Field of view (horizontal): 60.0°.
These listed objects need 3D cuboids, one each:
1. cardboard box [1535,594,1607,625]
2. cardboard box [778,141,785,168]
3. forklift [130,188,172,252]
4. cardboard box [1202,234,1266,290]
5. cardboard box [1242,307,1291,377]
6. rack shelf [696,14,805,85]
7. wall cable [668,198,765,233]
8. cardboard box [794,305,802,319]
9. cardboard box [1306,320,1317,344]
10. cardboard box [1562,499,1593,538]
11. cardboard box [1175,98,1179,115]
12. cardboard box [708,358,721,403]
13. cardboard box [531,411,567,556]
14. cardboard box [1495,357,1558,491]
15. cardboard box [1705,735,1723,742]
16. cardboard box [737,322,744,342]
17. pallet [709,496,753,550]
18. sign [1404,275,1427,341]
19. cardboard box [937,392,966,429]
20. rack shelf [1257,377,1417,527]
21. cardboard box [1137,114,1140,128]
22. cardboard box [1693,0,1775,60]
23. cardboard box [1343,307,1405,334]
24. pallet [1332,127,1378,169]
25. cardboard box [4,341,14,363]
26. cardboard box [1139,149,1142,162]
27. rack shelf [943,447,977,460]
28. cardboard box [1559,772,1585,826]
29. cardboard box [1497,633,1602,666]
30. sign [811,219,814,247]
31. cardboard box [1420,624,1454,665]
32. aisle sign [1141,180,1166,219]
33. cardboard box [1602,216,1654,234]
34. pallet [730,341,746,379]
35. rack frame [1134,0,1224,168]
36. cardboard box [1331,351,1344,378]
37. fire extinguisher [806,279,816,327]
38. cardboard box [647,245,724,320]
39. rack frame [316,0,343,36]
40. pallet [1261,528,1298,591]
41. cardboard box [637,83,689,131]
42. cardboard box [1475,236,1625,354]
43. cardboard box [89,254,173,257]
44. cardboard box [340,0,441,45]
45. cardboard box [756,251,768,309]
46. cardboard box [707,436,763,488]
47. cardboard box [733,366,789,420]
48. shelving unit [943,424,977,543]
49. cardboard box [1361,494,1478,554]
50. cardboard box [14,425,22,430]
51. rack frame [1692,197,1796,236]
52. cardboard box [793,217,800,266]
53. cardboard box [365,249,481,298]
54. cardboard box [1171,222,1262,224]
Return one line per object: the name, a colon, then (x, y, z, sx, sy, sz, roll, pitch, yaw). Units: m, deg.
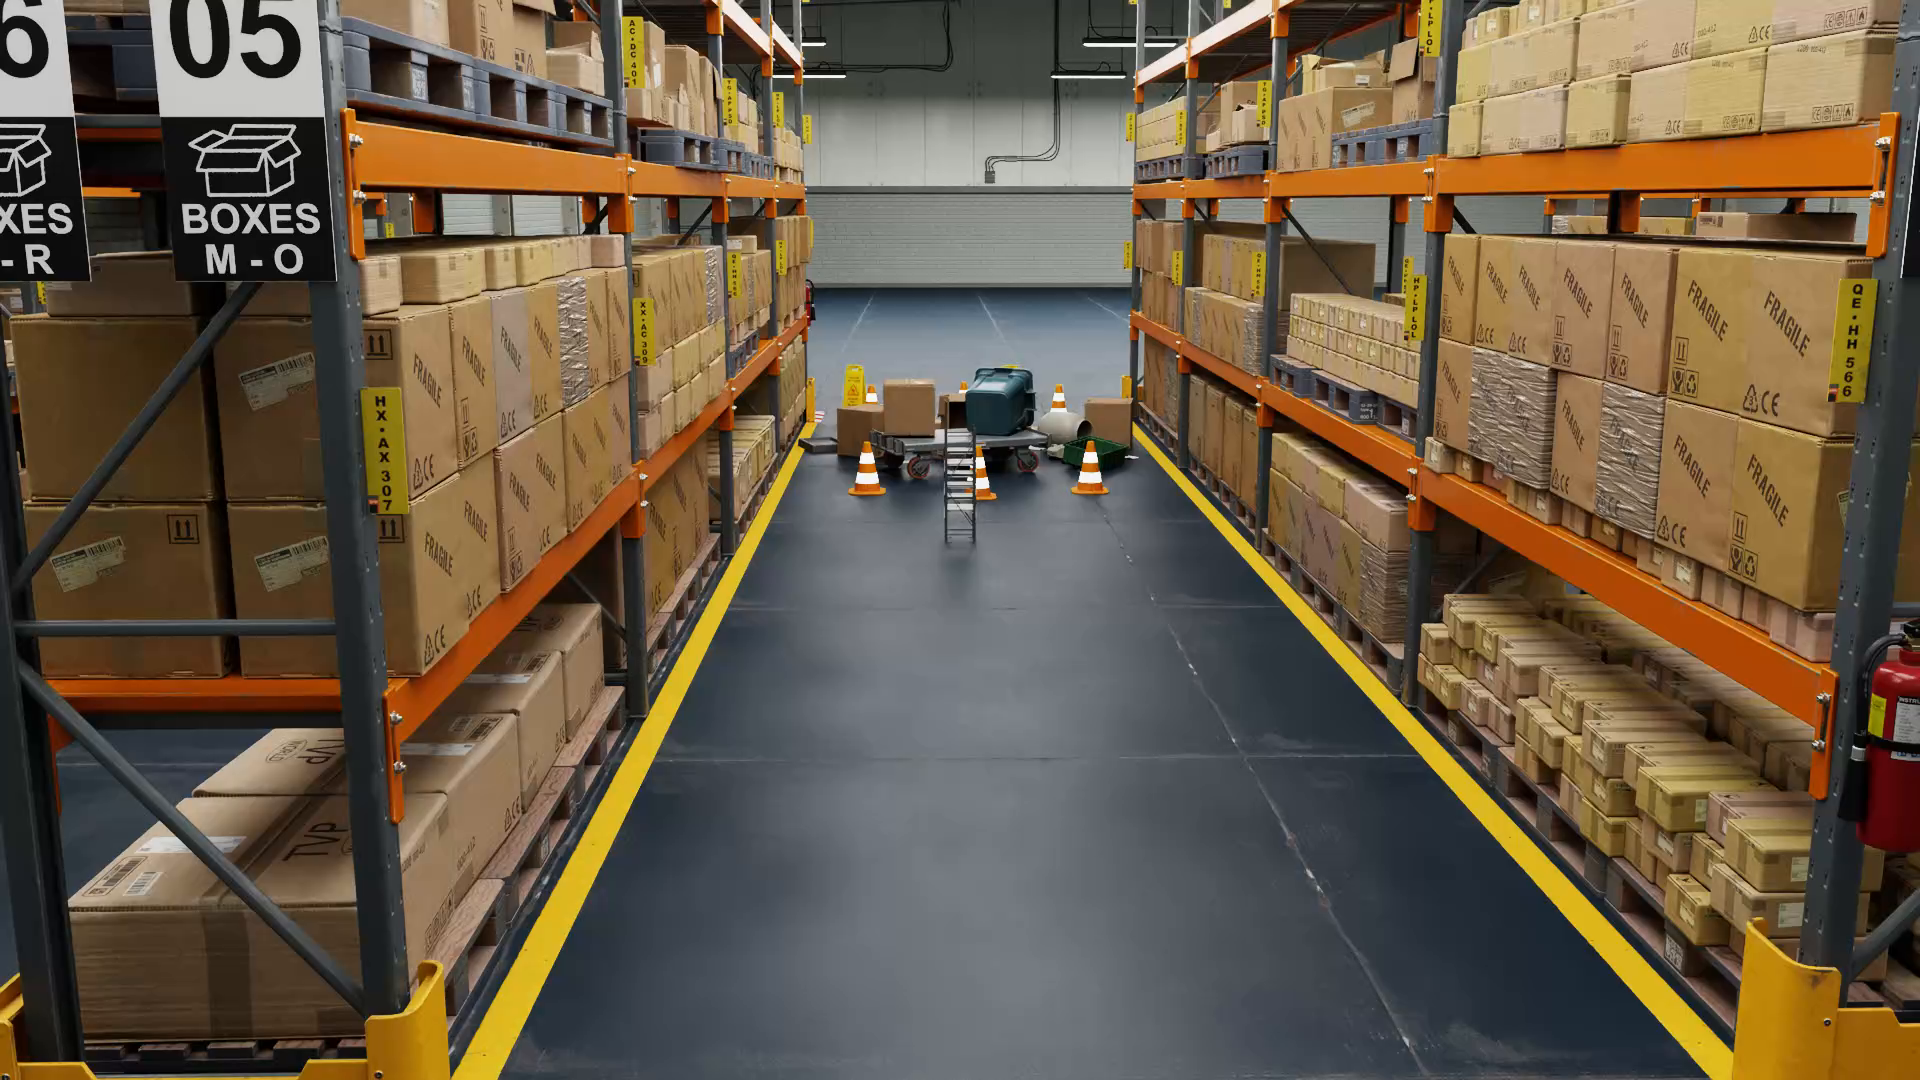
cardboard box: (3.105, 0.371, 8.304, 0.380, 0.149, 0.250, 0, 11, 0)
cardboard box: (-2.030, -3.882, 16.733, 0.500, 0.250, 0.500, 0, 11, -2)
forklift: (-4.732, -1.112, 11.328, 1.129, 2.867, 3.031, 0, 11, -2)
cardboard box: (2.688, -2.629, 15.708, 0.700, 0.500, 0.500, 0, 11, -2)
cardboard box: (2.477, -1.531, 12.810, 0.500, 0.500, 0.500, 0, 11, -1)
rack shelf: (-2.316, -5.132, 17.539, 1.077, 0.370, 4.000, 0, 11, -1)
wall cable: (-7.566, -10.753, 51.239, 3.097, 2.526, 0.112, 0, 11, -1)
cardboard box: (-2.001, -2.595, 18.937, 0.380, 0.149, 0.250, 0, 11, 0)
cardboard box: (2.580, -1.418, 11.333, 0.380, 0.149, 0.250, -1, 11, -3)
cardboard box: (2.644, -0.103, 6.654, 0.380, 0.149, 0.250, 0, 11, 1)
cardboard box: (2.341, -4.303, 16.499, 0.380, 0.149, 0.250, 0, 11, -1)
cardboard box: (-1.896, -1.079, 11.209, 0.500, 0.250, 0.500, 0, 11, 0)
cardboard box: (-1.808, -0.210, 6.297, 0.500, 0.500, 0.500, 0, 11, 1)
cardboard box: (2.587, -0.495, 6.956, 0.500, 0.500, 0.500, 0, 11, -2)
cardboard box: (3.079, 0.877, 6.560, 0.380, 0.149, 0.250, 0, 11, 2)
cardboard box: (-1.930, -1.667, 13.307, 0.380, 0.149, 0.250, 0, 11, -1)
pallet: (-2.207, -0.142, 13.228, 1.003, 0.211, 1.213, 0, 11, -1)
sign: (2.282, -1.163, 8.335, 0.100, 0.325, 0.005, 0, 11, -1)
cardboard box: (0.210, -1.381, 18.602, 0.797, 0.503, 0.637, -10, 15, -40)
rack shelf: (2.796, -0.643, 10.496, 1.077, 0.370, 4.000, 0, 11, -1)
cardboard box: (2.278, -4.909, 19.485, 0.380, 0.149, 0.250, 0, 11, -1)
cardboard box: (2.644, -1.637, 5.160, 0.500, 0.250, 0.500, -1, 11, -3)
cardboard box: (2.600, -1.364, 10.319, 0.380, 0.149, 0.250, 0, 11, -2)
pallet: (2.906, -2.306, 9.808, 1.213, 0.211, 1.003, 0, 11, -1)
cardboard box: (-6.758, -1.286, 11.428, 0.380, 0.149, 0.250, 0, 11, 0)
cardboard box: (2.282, -4.465, 19.306, 0.380, 0.149, 0.250, 0, 11, -1)
rack shelf: (0.000, -0.671, 12.915, 0.258, 0.077, 0.200, 0, 11, -1)
cardboard box: (2.603, 1.027, 6.568, 0.380, 0.149, 0.250, 0, 11, 0)
cardboard box: (2.666, 0.527, 7.533, 0.380, 0.149, 0.250, -1, 11, -3)
sign: (-1.802, -3.664, 19.868, 0.100, 0.325, 0.005, 0, 11, -1)
cardboard box: (2.525, 0.520, 8.315, 0.380, 0.149, 0.250, 0, 11, 1)
aisle sign: (2.288, -4.271, 20.028, 0.394, 0.787, 0.004, 0, 11, -1)
cardboard box: (7.321, -3.260, 18.071, 0.500, 0.500, 0.500, 0, 11, -1)
pallet: (-2.314, -1.400, 12.900, 1.213, 0.211, 1.003, 0, 11, -1)
rack frame: (2.589, -5.924, 19.626, 1.000, 3.000, 0.127, 0, 11, -1)
cardboard box: (2.591, -1.123, 10.626, 0.380, 0.149, 0.250, 0, 11, 0)
fire extinguisher: (-1.899, -2.930, 20.153, 0.296, 0.674, 0.183, 0, 11, -1)
cardboard box: (-1.920, -1.790, 11.574, 0.500, 0.500, 0.500, -1, 11, -3)
rack frame: (-2.027, -2.703, 3.750, 1.000, 3.000, 0.127, 0, 11, -1)
pallet: (2.769, 0.128, 11.896, 1.003, 0.211, 1.213, 0, 11, -1)
cardboard box: (-1.798, -2.533, 9.736, 0.396, 0.266, 0.258, 1, 11, 4)
cardboard box: (2.629, -1.090, 7.371, 0.500, 0.500, 0.500, -1, 11, -3)
cardboard box: (-2.264, -0.741, 4.768, 0.380, 0.149, 0.250, 0, 11, 0)
cardboard box: (-1.820, -1.582, 5.092, 0.380, 0.149, 0.250, 0, 11, 1)
cardboard box: (-2.025, -2.359, 15.089, 0.500, 0.500, 0.500, 0, 11, -1)
cardboard box: (-2.227, -0.681, 14.424, 0.950, 0.372, 0.625, 0, 11, 1)
cardboard box: (-2.017, -1.492, 16.845, 0.500, 0.500, 0.500, 0, 11, 2)
shelving unit: (0.000, -0.439, 12.962, 0.258, 0.900, 0.210, 0, 11, -1)
cardboard box: (2.569, -0.094, 9.322, 0.500, 0.250, 0.500, -1, 11, -3)
cardboard box: (-7.176, -0.628, 13.526, 0.875, 0.625, 0.625, 0, 11, 1)
rack frame: (7.633, -2.189, 16.305, 1.000, 3.000, 0.127, 0, 11, -1)
cardboard box: (-2.039, -3.123, 17.394, 0.700, 0.500, 0.500, 0, 11, -2)
cardboard box: (-1.748, -0.848, 5.296, 0.380, 0.149, 0.250, -1, 11, -3)
cardboard box: (2.697, -3.082, 17.612, 0.875, 0.550, 0.550, 0, 11, -1)
